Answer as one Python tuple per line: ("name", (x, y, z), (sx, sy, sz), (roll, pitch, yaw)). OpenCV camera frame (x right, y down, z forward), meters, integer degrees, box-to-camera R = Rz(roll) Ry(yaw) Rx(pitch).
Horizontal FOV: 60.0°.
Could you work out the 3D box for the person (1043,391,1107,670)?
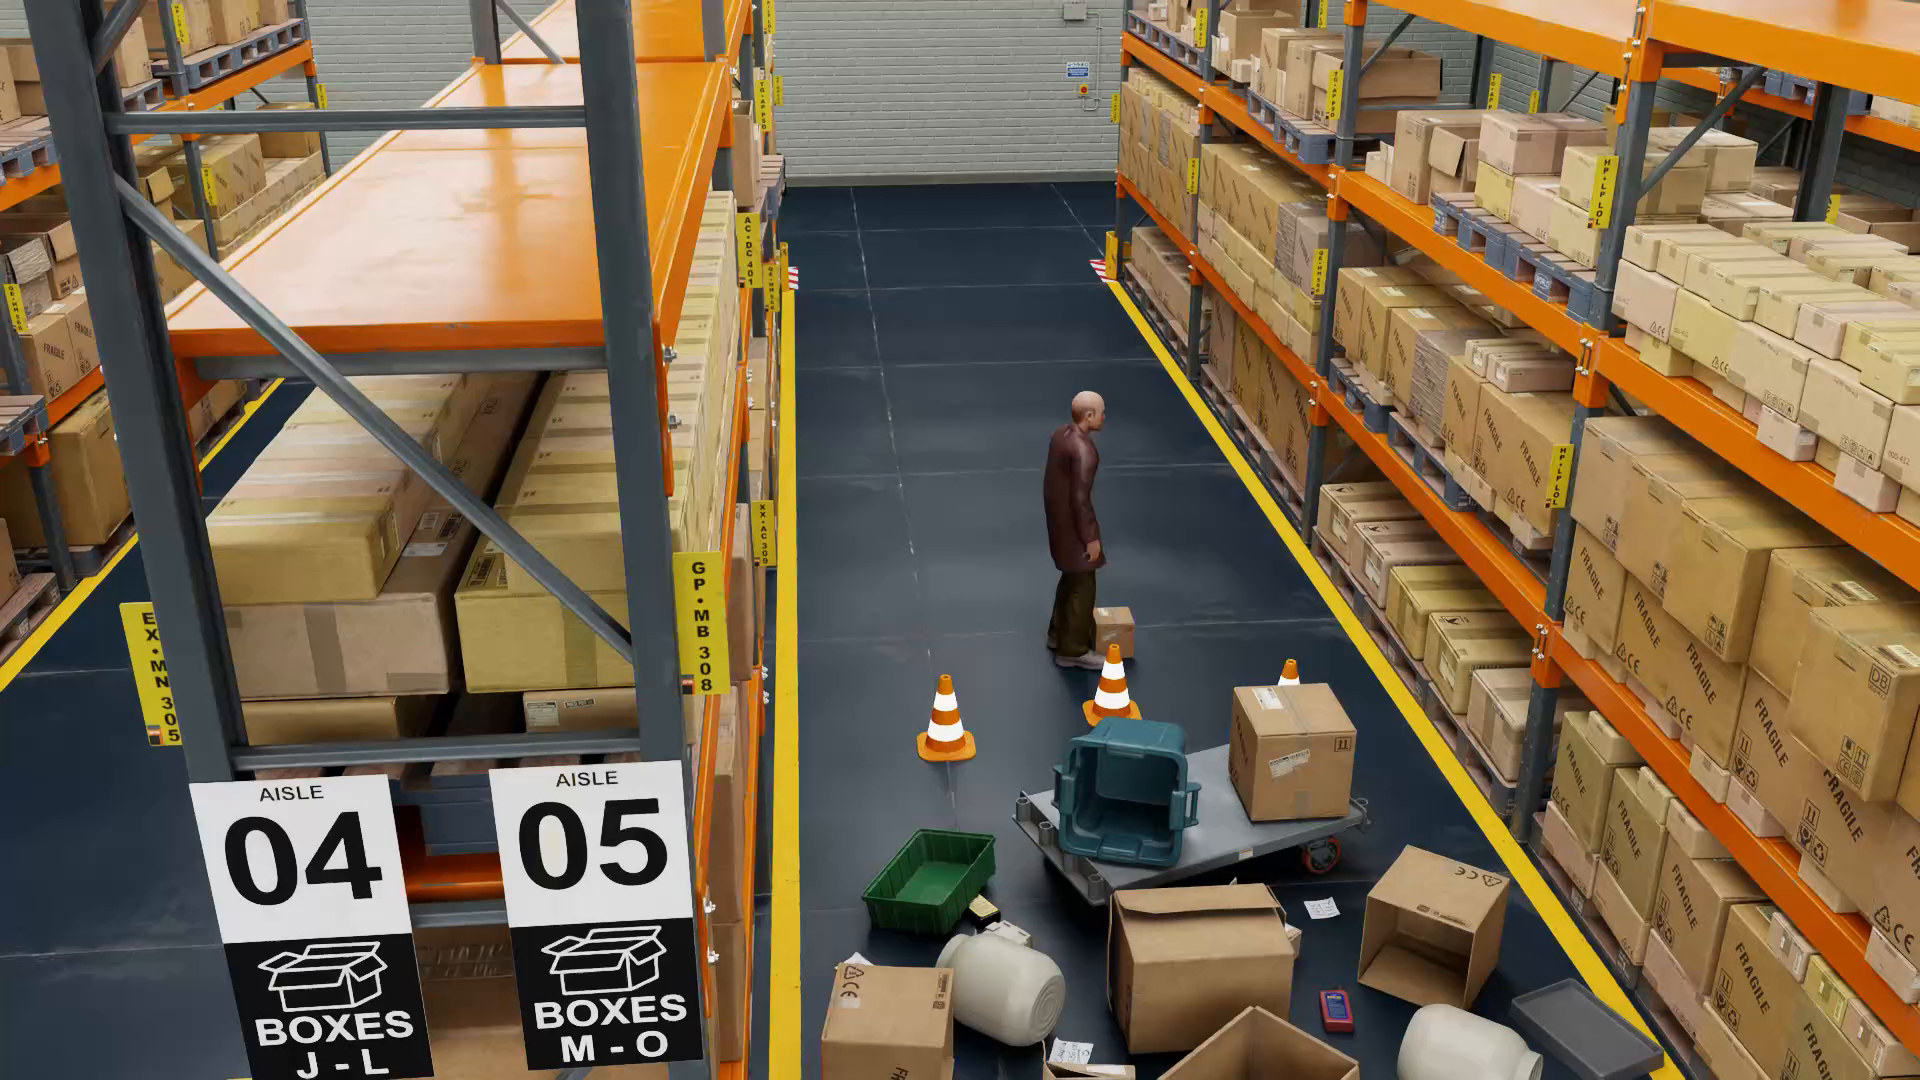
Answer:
("person", (0.745, -0.087, 10.558), (0.427, 1.773, 0.651), (-4, 24, -8))
